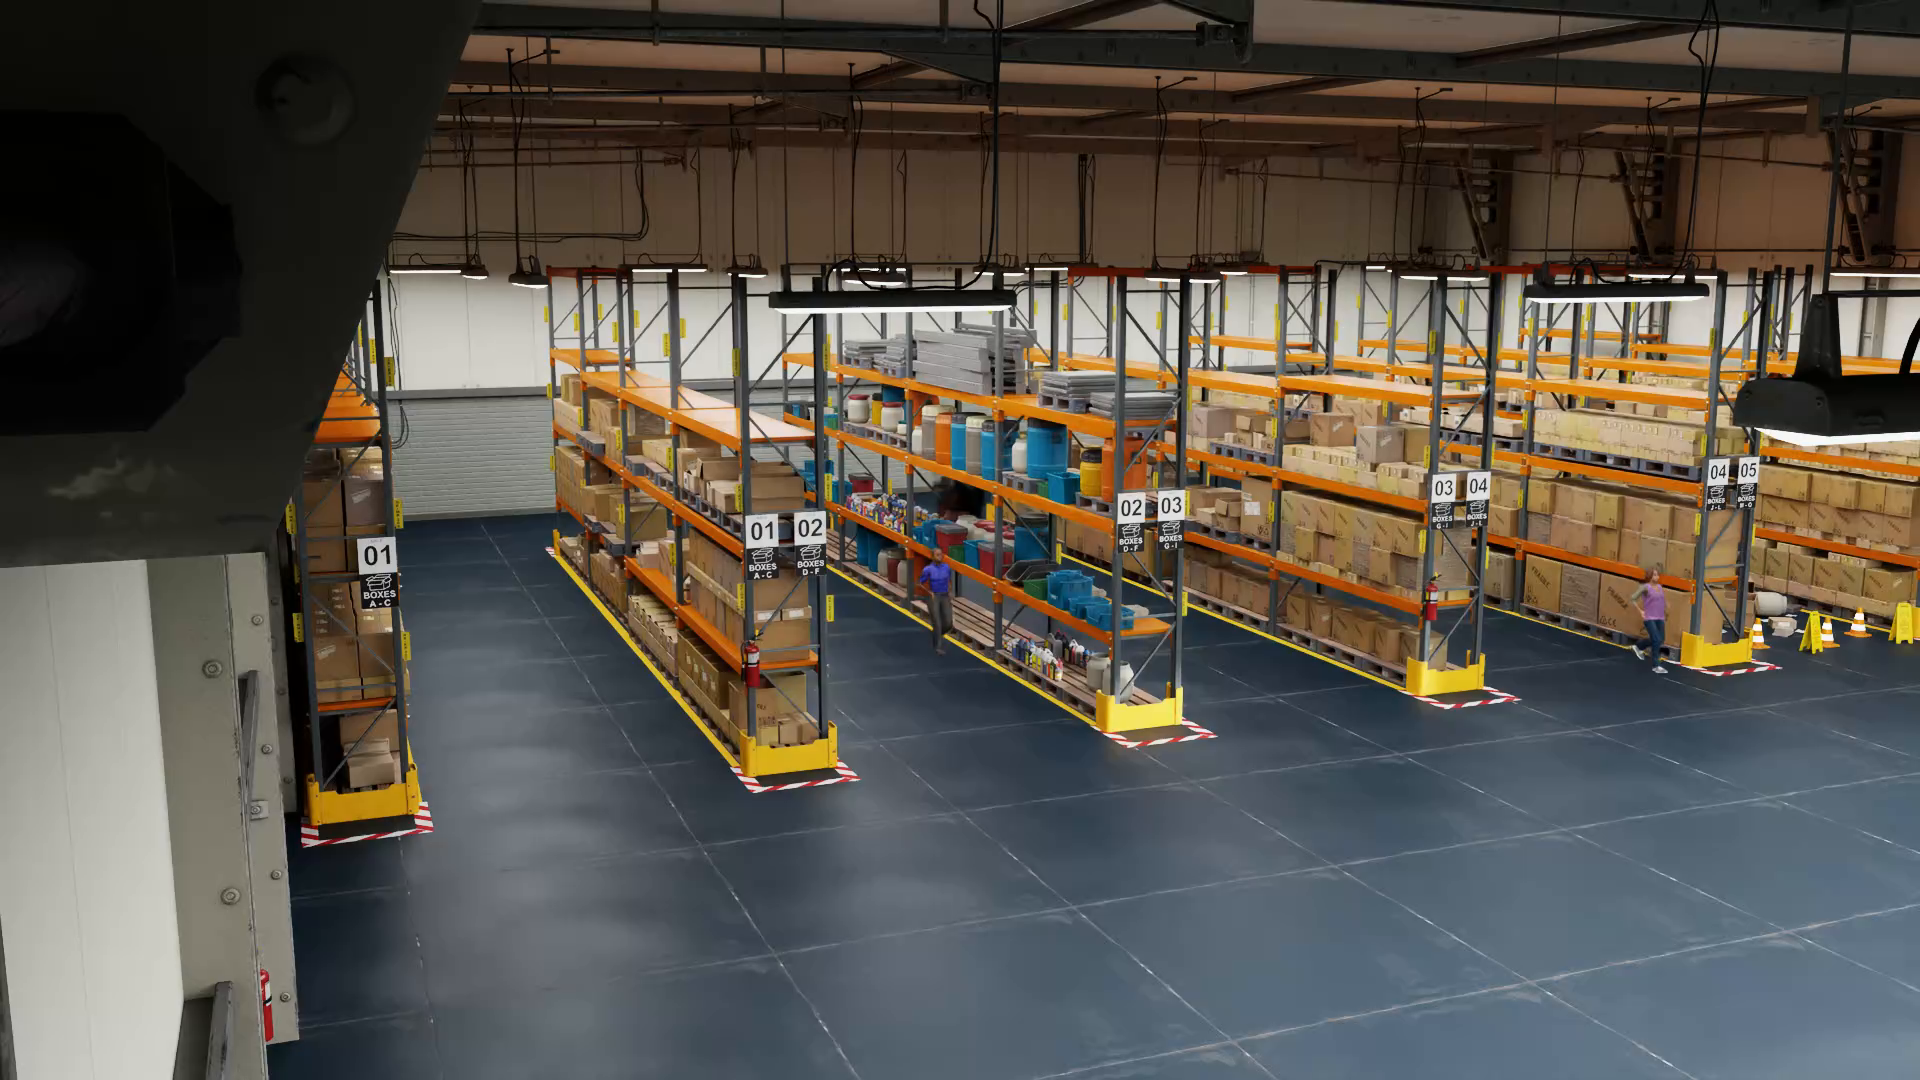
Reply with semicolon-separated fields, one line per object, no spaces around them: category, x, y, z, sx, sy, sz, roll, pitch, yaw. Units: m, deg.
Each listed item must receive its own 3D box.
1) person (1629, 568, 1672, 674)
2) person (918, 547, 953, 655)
person;10.507;1.207;25.250;0.568;1.556;0.760;-4;11;-24
person;-0.327;0.917;25.049;0.573;1.616;0.516;-5;11;-25
